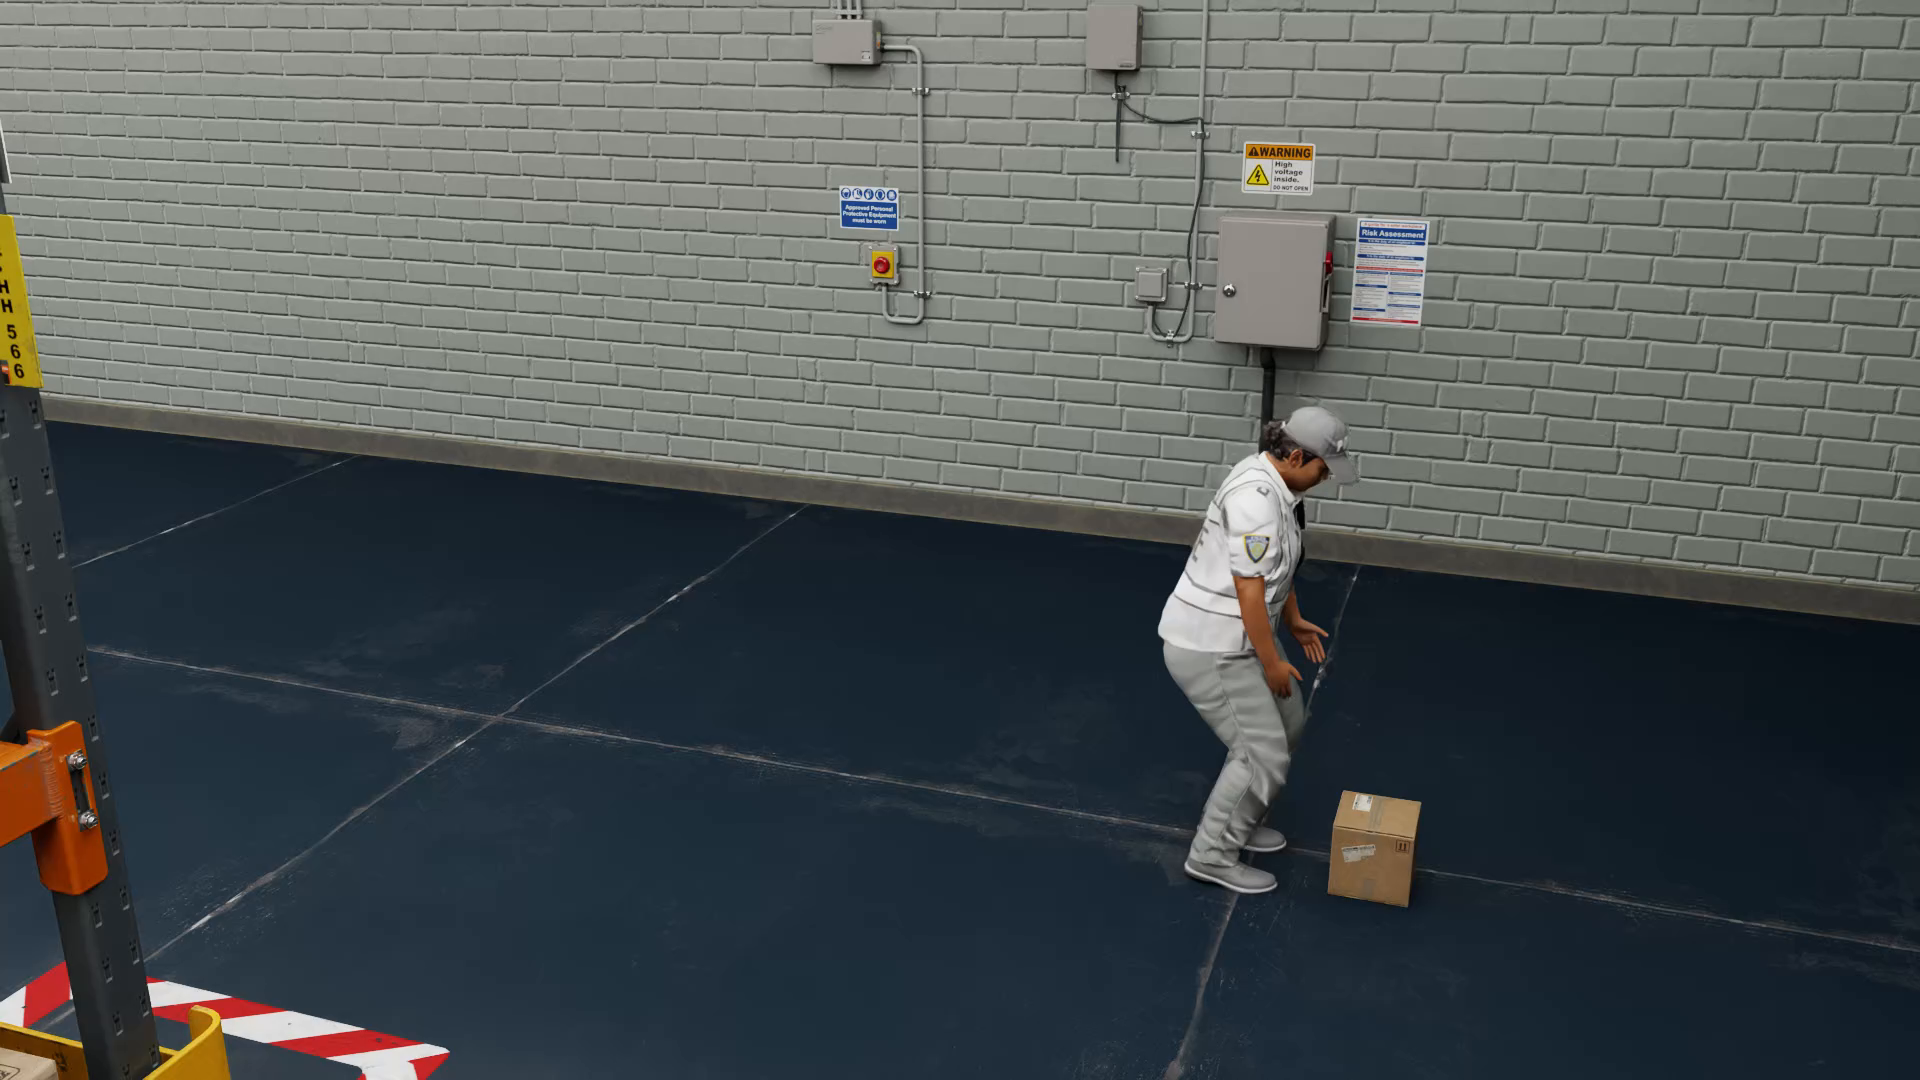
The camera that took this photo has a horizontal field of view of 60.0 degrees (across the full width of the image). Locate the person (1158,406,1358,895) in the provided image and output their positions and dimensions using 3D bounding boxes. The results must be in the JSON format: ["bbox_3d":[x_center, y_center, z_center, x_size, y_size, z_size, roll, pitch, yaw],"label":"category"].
[{"bbox_3d":[0.931,0.325,5.293,0.571,1.559,0.515,7,20,19],"label":"person"}]
